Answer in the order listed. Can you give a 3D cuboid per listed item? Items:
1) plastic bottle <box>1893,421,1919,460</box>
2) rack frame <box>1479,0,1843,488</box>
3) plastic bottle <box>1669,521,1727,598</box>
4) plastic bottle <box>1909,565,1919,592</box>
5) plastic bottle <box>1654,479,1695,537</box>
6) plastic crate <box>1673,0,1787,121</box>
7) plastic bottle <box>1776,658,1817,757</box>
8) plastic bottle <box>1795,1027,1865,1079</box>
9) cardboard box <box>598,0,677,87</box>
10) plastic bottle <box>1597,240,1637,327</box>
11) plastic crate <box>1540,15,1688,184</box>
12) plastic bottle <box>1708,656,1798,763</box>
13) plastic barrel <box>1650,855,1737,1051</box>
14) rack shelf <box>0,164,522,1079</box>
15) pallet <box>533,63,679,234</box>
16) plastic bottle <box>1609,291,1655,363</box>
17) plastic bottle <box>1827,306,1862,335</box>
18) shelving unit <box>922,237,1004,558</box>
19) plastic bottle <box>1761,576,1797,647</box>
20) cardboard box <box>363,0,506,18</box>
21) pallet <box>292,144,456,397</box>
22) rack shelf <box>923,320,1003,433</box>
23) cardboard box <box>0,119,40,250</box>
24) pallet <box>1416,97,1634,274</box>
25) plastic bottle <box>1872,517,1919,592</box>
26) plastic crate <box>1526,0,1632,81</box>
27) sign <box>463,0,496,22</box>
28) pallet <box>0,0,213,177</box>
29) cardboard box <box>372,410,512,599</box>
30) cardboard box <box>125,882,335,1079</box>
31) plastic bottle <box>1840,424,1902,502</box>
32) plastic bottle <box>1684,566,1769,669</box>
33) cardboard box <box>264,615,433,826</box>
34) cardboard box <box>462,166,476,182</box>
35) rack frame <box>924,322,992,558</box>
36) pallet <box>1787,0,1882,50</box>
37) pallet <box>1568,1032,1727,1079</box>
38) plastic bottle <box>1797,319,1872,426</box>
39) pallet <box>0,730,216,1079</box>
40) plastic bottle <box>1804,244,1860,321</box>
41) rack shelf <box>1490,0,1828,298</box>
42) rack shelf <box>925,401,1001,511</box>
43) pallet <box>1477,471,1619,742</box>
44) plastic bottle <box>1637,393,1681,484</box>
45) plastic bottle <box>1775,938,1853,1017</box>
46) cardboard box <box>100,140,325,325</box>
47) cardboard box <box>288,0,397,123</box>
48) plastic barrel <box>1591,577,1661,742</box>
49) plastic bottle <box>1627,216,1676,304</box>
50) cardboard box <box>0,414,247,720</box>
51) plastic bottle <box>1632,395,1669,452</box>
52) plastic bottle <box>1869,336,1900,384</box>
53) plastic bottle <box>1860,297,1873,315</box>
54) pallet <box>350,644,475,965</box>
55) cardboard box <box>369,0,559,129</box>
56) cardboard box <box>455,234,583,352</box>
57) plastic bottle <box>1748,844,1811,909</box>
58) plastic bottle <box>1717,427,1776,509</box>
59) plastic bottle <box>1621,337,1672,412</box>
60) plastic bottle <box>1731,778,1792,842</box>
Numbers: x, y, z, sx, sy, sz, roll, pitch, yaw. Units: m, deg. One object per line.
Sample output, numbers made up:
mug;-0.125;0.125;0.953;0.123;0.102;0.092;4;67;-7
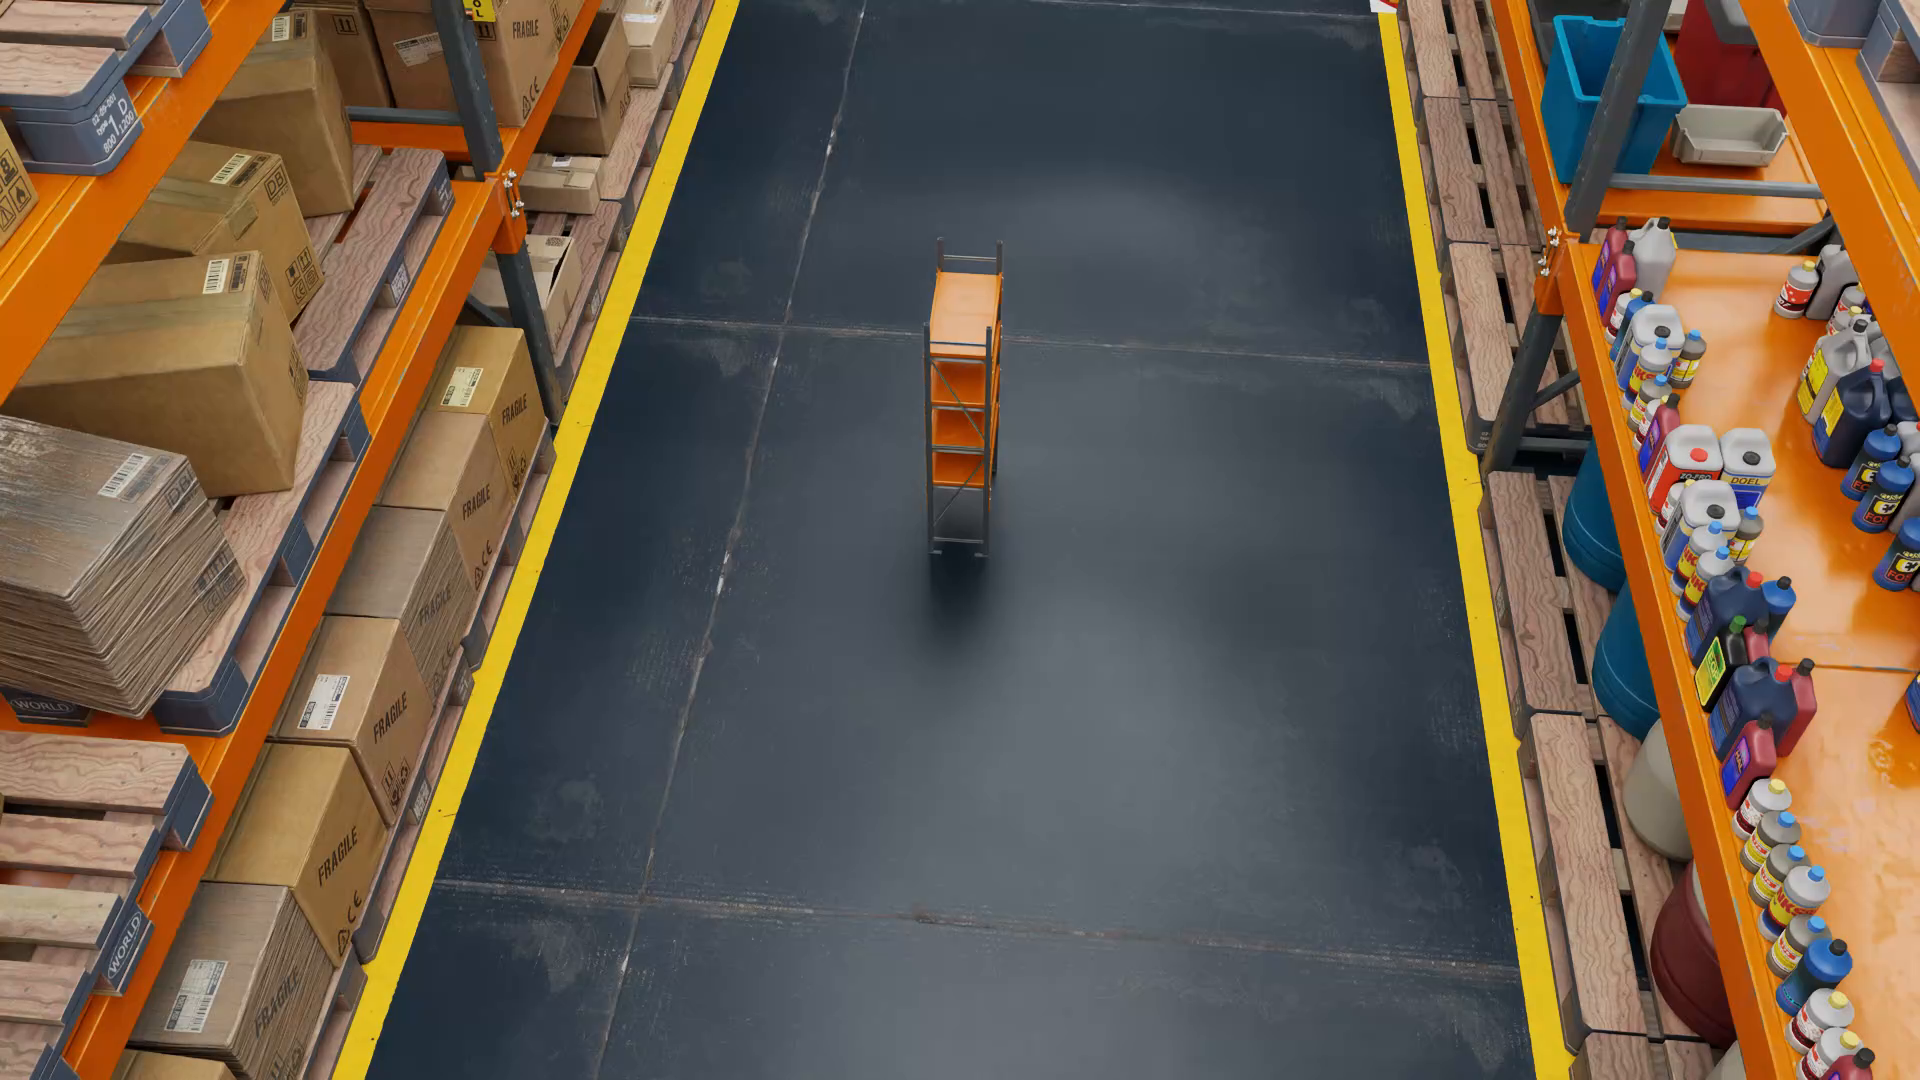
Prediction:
plastic bottle;2.904;-0.252;5.058;0.152;0.276;0.135;4;48;4
rack frame;2.697;-1.244;5.881;1.000;3.000;0.127;4;48;4
plastic bottle;2.132;0.048;4.786;0.097;0.271;0.097;0;48;0
plastic bottle;2.871;0.017;4.811;0.152;0.276;0.135;4;48;4
plastic bottle;2.153;-0.099;4.968;0.097;0.201;0.097;0;48;0
plastic crate;3.028;-1.925;6.420;0.402;0.464;0.583;4;48;4
plastic bottle;2.209;0.443;4.417;0.061;0.283;0.133;4;48;4
plastic bottle;1.994;1.183;3.796;0.097;0.201;0.097;0;48;0
cardboard box;-1.791;-2.628;8.712;0.500;0.250;0.500;4;48;4
plastic bottle;2.227;-0.866;5.614;0.061;0.283;0.133;4;48;4
plastic crate;2.400;-1.625;6.200;0.392;0.384;0.575;4;48;4
plastic bottle;2.105;0.432;4.382;0.144;0.351;0.185;4;48;4
plastic barrel;2.463;1.177;5.016;0.600;0.588;0.708;4;48;4
rack shelf;-2.417;0.132;5.110;1.077;0.370;4.000;4;48;4
pallet;-2.063;-2.042;8.501;1.003;0.211;1.213;4;48;4
plastic bottle;2.226;-0.704;5.475;0.097;0.271;0.097;0;48;0
plastic bottle;2.927;-0.685;5.504;0.097;0.201;0.097;0;48;0
shelving unit;0.015;-0.527;6.444;0.258;1.200;0.503;4;48;4
plastic bottle;2.258;0.201;4.647;0.097;0.271;0.097;0;48;0
cardboard box;-1.912;-2.279;6.082;0.500;0.500;0.500;5;48;5
pallet;-2.417;-0.935;5.729;1.003;0.211;1.213;4;48;4
rack shelf;0.015;-0.632;6.329;0.258;0.148;0.480;4;48;4
cardboard box;-2.500;-0.766;3.344;0.910;0.500;0.500;4;48;4
pallet;2.834;-1.745;8.229;1.003;0.211;1.213;4;48;4
plastic bottle;2.745;0.024;4.808;0.097;0.271;0.097;0;48;0
plastic crate;2.532;-2.012;6.729;0.437;0.125;0.590;4;48;4
sign;-1.682;-1.936;5.729;0.100;0.325;0.005;4;48;4
pallet;-2.456;-1.292;4.020;1.213;0.211;1.003;4;48;4
cardboard box;-2.048;-0.140;6.267;0.500;0.500;0.500;4;48;4
cardboard box;-2.231;1.354;4.900;0.500;0.500;0.500;2;48;2
plastic bottle;2.778;-0.245;5.054;0.097;0.271;0.097;0;48;0
plastic bottle;2.134;0.198;4.595;0.144;0.351;0.185;4;48;4
cardboard box;-2.138;0.602;5.588;0.500;0.500;0.500;2;48;2
cardboard box;-2.397;-1.810;7.923;0.500;0.311;0.500;4;48;4
rack frame;-0.007;-0.347;6.280;0.240;1.200;0.015;4;48;4
pallet;2.723;-1.610;4.311;1.213;0.211;1.003;4;48;4
pallet;2.363;2.054;4.754;1.003;0.211;1.213;4;48;4
plastic bottle;2.796;-0.540;5.270;0.144;0.351;0.185;4;48;4
pallet;-2.608;0.921;4.031;1.213;0.211;1.003;4;48;4
plastic bottle;2.983;-0.891;5.642;0.152;0.276;0.135;4;48;4
rack shelf;2.880;-2.471;7.491;1.077;0.370;4.000;4;48;4
rack shelf;0.015;-0.347;6.641;0.258;0.148;0.480;4;48;4
pallet;2.585;0.261;6.394;1.003;0.211;1.213;4;48;4
plastic bottle;2.158;-0.311;5.107;0.061;0.283;0.133;4;48;4
plastic bottle;2.012;1.016;3.901;0.097;0.271;0.097;0;48;0
cardboard box;-2.501;-0.913;5.226;0.700;0.500;0.500;11;48;10
cardboard box;-2.445;-1.998;6.503;0.500;0.500;0.500;5;48;4
plastic barrel;2.566;0.241;5.660;0.600;0.901;0.708;4;48;4
plastic bottle;2.339;-0.961;5.655;0.144;0.351;0.185;4;48;4
cardboard box;-2.381;0.054;4.341;0.700;0.500;0.500;12;49;11
plastic bottle;2.187;-0.367;5.214;0.097;0.201;0.097;0;48;0
plastic bottle;2.939;-0.530;5.261;0.144;0.351;0.185;4;48;4
plastic bottle;3.008;-0.720;5.481;0.061;0.283;0.133;4;48;4
pallet;-2.380;0.860;5.846;1.003;0.211;1.213;4;48;4
cardboard box;-1.917;-1.970;6.477;0.500;0.500;0.500;5;48;5
cardboard box;-1.981;-1.115;7.287;0.500;0.311;0.500;4;48;4
plastic bottle;2.039;0.826;4.123;0.097;0.201;0.097;0;48;0
plastic bottle;2.343;-0.197;5.008;0.152;0.276;0.135;4;48;4
plastic bottle;2.205;-0.534;5.319;0.097;0.271;0.097;0;48;0
plastic bottle;2.057;0.682;4.254;0.097;0.201;0.097;0;48;0
